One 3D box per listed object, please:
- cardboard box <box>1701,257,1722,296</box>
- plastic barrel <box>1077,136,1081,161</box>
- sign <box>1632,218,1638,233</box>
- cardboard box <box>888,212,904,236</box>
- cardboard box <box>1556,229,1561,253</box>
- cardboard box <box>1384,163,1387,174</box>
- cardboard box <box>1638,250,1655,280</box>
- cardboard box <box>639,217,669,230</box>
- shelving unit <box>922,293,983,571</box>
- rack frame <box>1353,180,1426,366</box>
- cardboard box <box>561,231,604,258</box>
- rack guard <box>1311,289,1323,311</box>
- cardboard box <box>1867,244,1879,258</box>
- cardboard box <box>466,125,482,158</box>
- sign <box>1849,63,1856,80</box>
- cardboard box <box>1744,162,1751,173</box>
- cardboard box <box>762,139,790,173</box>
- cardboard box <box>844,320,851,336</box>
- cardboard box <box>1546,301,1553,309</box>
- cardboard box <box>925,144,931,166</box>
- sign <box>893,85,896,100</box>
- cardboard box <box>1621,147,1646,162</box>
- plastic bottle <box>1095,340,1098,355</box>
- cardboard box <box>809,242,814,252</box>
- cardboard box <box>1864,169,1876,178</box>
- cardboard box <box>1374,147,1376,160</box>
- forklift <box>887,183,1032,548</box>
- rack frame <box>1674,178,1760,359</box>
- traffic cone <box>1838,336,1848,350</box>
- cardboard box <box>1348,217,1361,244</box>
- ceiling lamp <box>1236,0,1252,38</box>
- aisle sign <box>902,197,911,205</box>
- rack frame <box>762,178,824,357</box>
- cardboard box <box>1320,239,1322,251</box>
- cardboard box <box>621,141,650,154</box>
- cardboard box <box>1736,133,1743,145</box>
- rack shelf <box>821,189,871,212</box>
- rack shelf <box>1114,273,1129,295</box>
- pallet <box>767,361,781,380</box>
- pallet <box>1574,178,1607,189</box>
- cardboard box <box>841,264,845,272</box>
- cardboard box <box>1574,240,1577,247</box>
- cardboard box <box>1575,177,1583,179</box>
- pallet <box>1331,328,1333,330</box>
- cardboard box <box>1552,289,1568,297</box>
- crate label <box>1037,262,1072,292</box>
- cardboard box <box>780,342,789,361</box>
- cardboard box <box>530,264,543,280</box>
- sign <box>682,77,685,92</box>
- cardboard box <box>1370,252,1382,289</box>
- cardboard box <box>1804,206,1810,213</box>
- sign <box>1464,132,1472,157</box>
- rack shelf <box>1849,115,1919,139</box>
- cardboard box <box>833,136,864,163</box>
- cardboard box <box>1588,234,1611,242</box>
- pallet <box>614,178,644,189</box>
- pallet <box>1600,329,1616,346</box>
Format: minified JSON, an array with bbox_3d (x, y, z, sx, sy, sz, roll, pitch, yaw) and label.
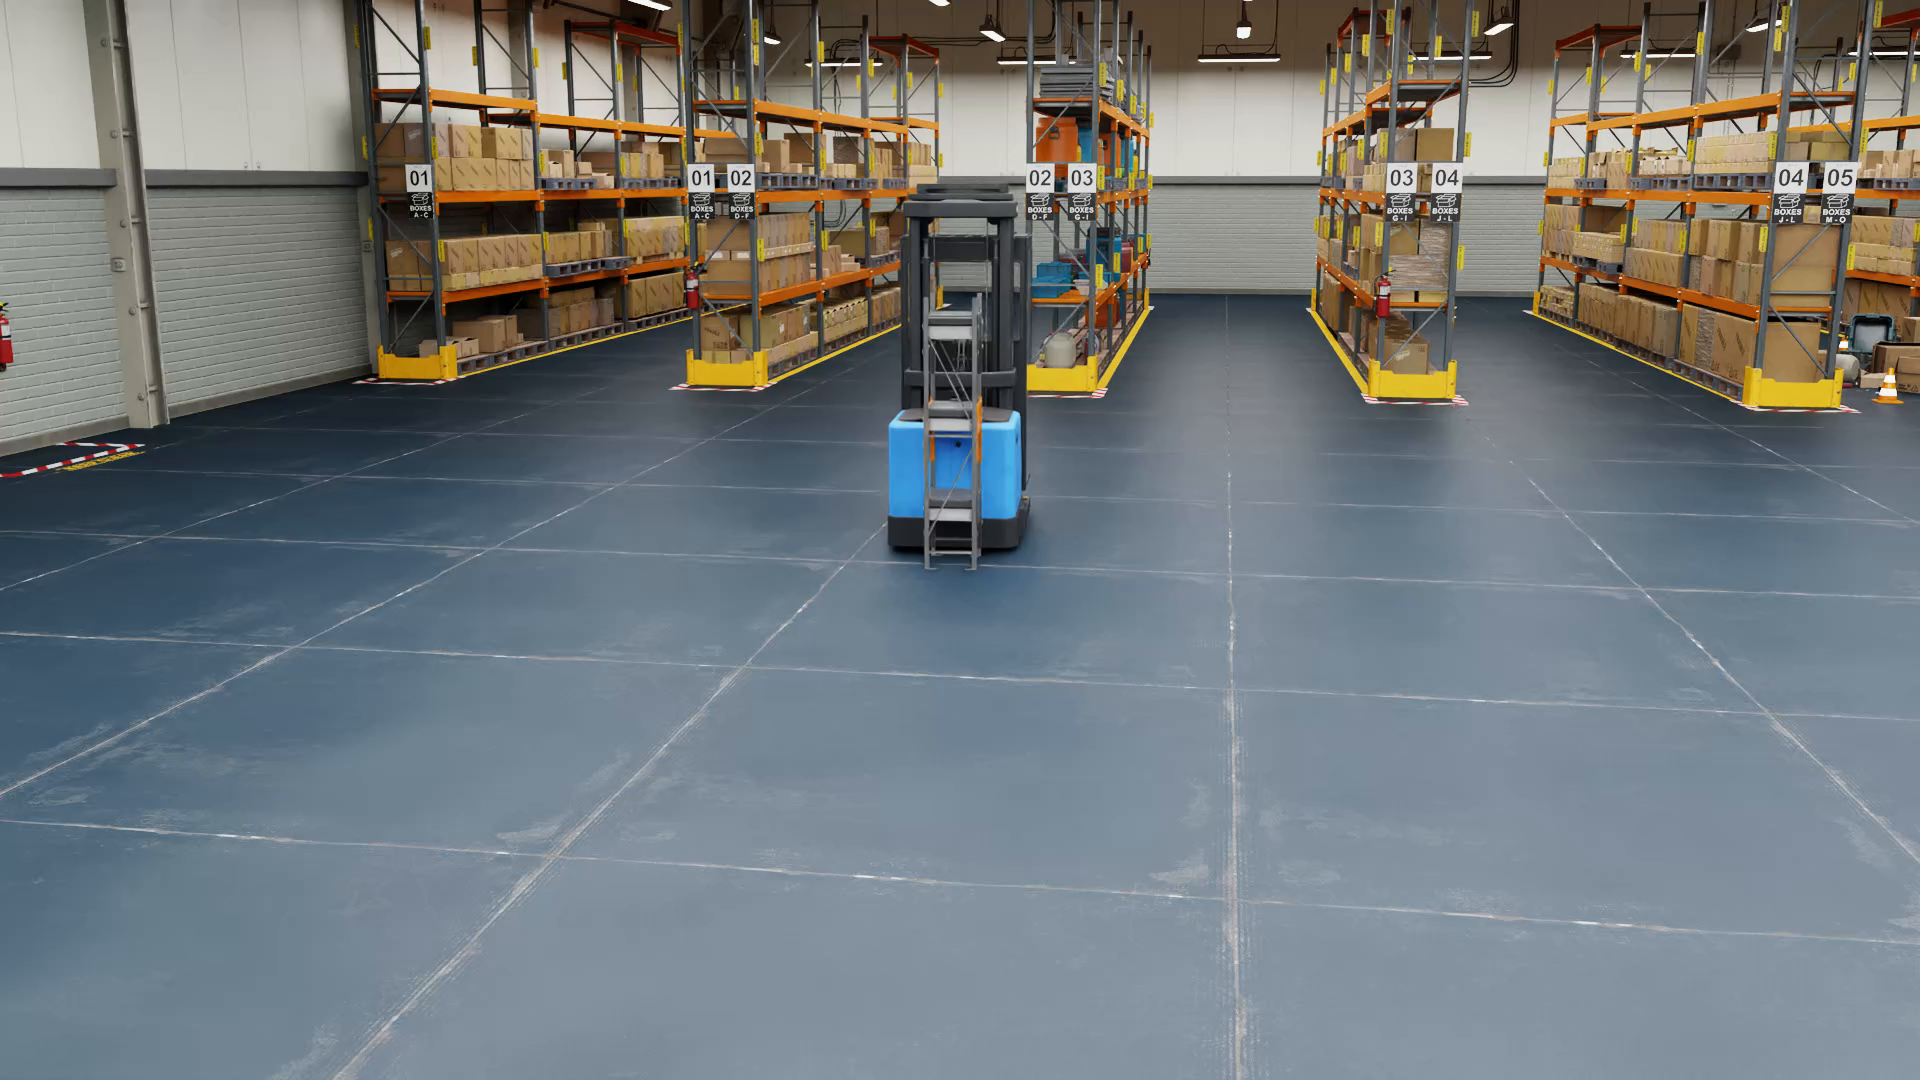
[{"bbox_3d":[11.521,-3.897,24.600,0.875,0.550,0.550,2,12,9],"label":"cardboard box"},{"bbox_3d":[1.483,-5.639,24.477,0.600,0.588,0.600,0,12,0],"label":"plastic barrel"},{"bbox_3d":[13.607,-6.339,33.538,0.100,0.325,0.005,2,12,9],"label":"sign"},{"bbox_3d":[-1.264,-6.920,36.373,0.500,0.500,0.500,2,12,10],"label":"cardboard box"},{"bbox_3d":[13.114,-6.412,35.684,0.500,0.500,0.500,2,12,7],"label":"cardboard box"},{"bbox_3d":[6.062,-5.130,22.965,0.380,0.149,0.250,2,12,9],"label":"cardboard box"},{"bbox_3d":[11.954,-4.711,28.494,0.500,0.500,0.500,2,12,9],"label":"cardboard box"},{"bbox_3d":[-6.496,-6.706,35.220,0.500,0.250,0.500,2,12,10],"label":"cardboard box"},{"bbox_3d":[-0.053,-0.841,12.910,0.431,2.100,0.503,1,12,5],"label":"shelving unit"},{"bbox_3d":[6.943,-4.306,26.856,1.000,3.000,0.127,2,12,9],"label":"rack frame"},{"bbox_3d":[-7.247,-5.669,31.898,0.700,0.500,0.500,1,12,3],"label":"cardboard box"},{"bbox_3d":[8.792,-5.588,38.734,1.175,0.500,0.348,2,12,9],"label":"rack guard"},{"bbox_3d":[17.387,-5.420,31.194,0.500,0.250,0.500,2,12,7],"label":"cardboard box"},{"bbox_3d":[-7.862,-6.251,26.102,0.500,0.500,0.500,2,12,10],"label":"cardboard box"},{"bbox_3d":[17.420,-9.140,32.454,0.100,0.325,0.005,2,12,9],"label":"sign"},{"bbox_3d":[11.047,-5.128,22.912,0.380,0.149,0.250,2,12,9],"label":"cardboard box"},{"bbox_3d":[-2.935,-5.921,25.663,0.500,0.500,0.500,2,12,9],"label":"cardboard box"},{"bbox_3d":[-2.302,-3.885,30.432,0.500,0.250,0.500,2,12,10],"label":"cardboard box"},{"bbox_3d":[13.138,-5.177,36.665,0.380,0.149,0.250,2,12,9],"label":"cardboard box"},{"bbox_3d":[-1.063,-9.023,39.010,0.700,0.500,0.500,2,12,9],"label":"cardboard box"},{"bbox_3d":[-1.536,-10.572,39.283,0.100,0.325,0.005,2,12,9],"label":"sign"},{"bbox_3d":[12.313,-7.047,30.397,0.396,0.266,0.258,2,12,9],"label":"cardboard box"},{"bbox_3d":[2.126,-3.066,26.522,0.152,0.276,0.135,2,12,10],"label":"plastic bottle"},{"bbox_3d":[-2.675,-4.931,27.975,0.380,0.149,0.250,2,12,9],"label":"cardboard box"},{"bbox_3d":[17.425,-6.956,31.588,0.380,0.166,0.250,1,12,5],"label":"cardboard box"},{"bbox_3d":[7.113,-6.123,26.924,0.797,0.503,0.637,1,12,6],"label":"cardboard box"},{"bbox_3d":[0.057,-1.621,14.560,1.130,2.935,3.031,1,12,5],"label":"forklift"},{"bbox_3d":[11.828,-4.125,26.013,1.000,3.000,0.127,2,12,9],"label":"rack frame"},{"bbox_3d":[14.599,-3.141,27.472,0.336,0.463,0.334,2,12,9],"label":"traffic cone"},{"bbox_3d":[7.686,-5.830,31.307,0.797,0.503,0.637,2,12,11],"label":"cardboard box"},{"bbox_3d":[5.916,-11.654,32.854,0.800,3.185,2.000,2,12,9],"label":"ceiling lamp"},{"bbox_3d":[-1.279,-8.421,39.776,0.394,0.787,0.004,2,12,9],"label":"aisle sign"},{"bbox_3d":[-2.845,-4.628,28.349,1.000,3.000,0.127,2,12,9],"label":"rack frame"},{"bbox_3d":[8.293,-6.572,37.021,0.500,0.250,0.500,1,12,7],"label":"cardboard box"},{"bbox_3d":[-6.845,-8.256,35.000,0.500,0.250,0.500,1,12,7],"label":"cardboard box"},{"bbox_3d":[11.125,-5.625,23.325,0.380,0.149,0.250,2,12,8],"label":"cardboard box"},{"bbox_3d":[-2.538,-6.159,30.041,1.077,0.370,4.000,2,12,9],"label":"rack shelf"},{"bbox_3d":[2.356,-4.532,29.608,1.077,0.370,4.000,2,12,9],"label":"rack shelf"},{"bbox_3d":[-3.384,-2.593,25.524,1.003,0.211,1.213,2,12,9],"label":"pallet"},{"bbox_3d":[12.858,-7.040,32.864,1.213,0.211,1.003,2,12,9],"label":"pallet"},{"bbox_3d":[-2.371,-5.071,30.999,0.380,0.149,0.250,3,12,13],"label":"cardboard box"},{"bbox_3d":[12.543,-5.951,33.380,0.380,0.149,0.250,2,12,10],"label":"cardboard box"},{"bbox_3d":[12.867,-7.294,33.955,0.500,0.250,0.500,2,12,10],"label":"cardboard box"},{"bbox_3d":[8.129,-4.446,34.121,1.003,0.211,1.213,2,12,9],"label":"pallet"},{"bbox_3d":[13.074,-5.353,36.068,0.380,0.149,0.250,2,12,10],"label":"cardboard box"},{"bbox_3d":[1.449,-4.043,25.552,0.502,0.435,0.616,2,12,9],"label":"crate label"},{"bbox_3d":[-3.008,-2.969,26.182,0.500,0.250,0.500,2,12,9],"label":"cardboard box"},{"bbox_3d":[-7.514,-4.616,28.601,0.500,0.250,0.500,2,12,9],"label":"cardboard box"},{"bbox_3d":[-5.972,-9.866,36.009,0.100,0.325,0.005,2,12,9],"label":"sign"},{"bbox_3d":[6.397,-3.890,23.979,0.875,0.500,0.500,2,12,9],"label":"cardboard box"},{"bbox_3d":[17.972,-6.952,34.980,0.380,0.149,0.250,2,12,7],"label":"cardboard box"},{"bbox_3d":[6.864,-5.350,22.503,0.100,0.325,0.005,2,12,9],"label":"sign"},{"bbox_3d":[17.657,-7.620,30.648,1.077,0.370,4.000,2,12,9],"label":"rack shelf"},{"bbox_3d":[-2.157,-7.555,32.201,0.500,0.500,0.500,2,12,9],"label":"cardboard box"},{"bbox_3d":[12.345,-5.827,32.099,0.380,0.149,0.250,2,12,11],"label":"cardboard box"},{"bbox_3d":[-7.079,-7.130,33.288,1.213,0.211,1.003,2,12,11],"label":"pallet"},{"bbox_3d":[12.565,-3.757,30.925,1.003,0.211,1.213,2,12,9],"label":"pallet"}]
